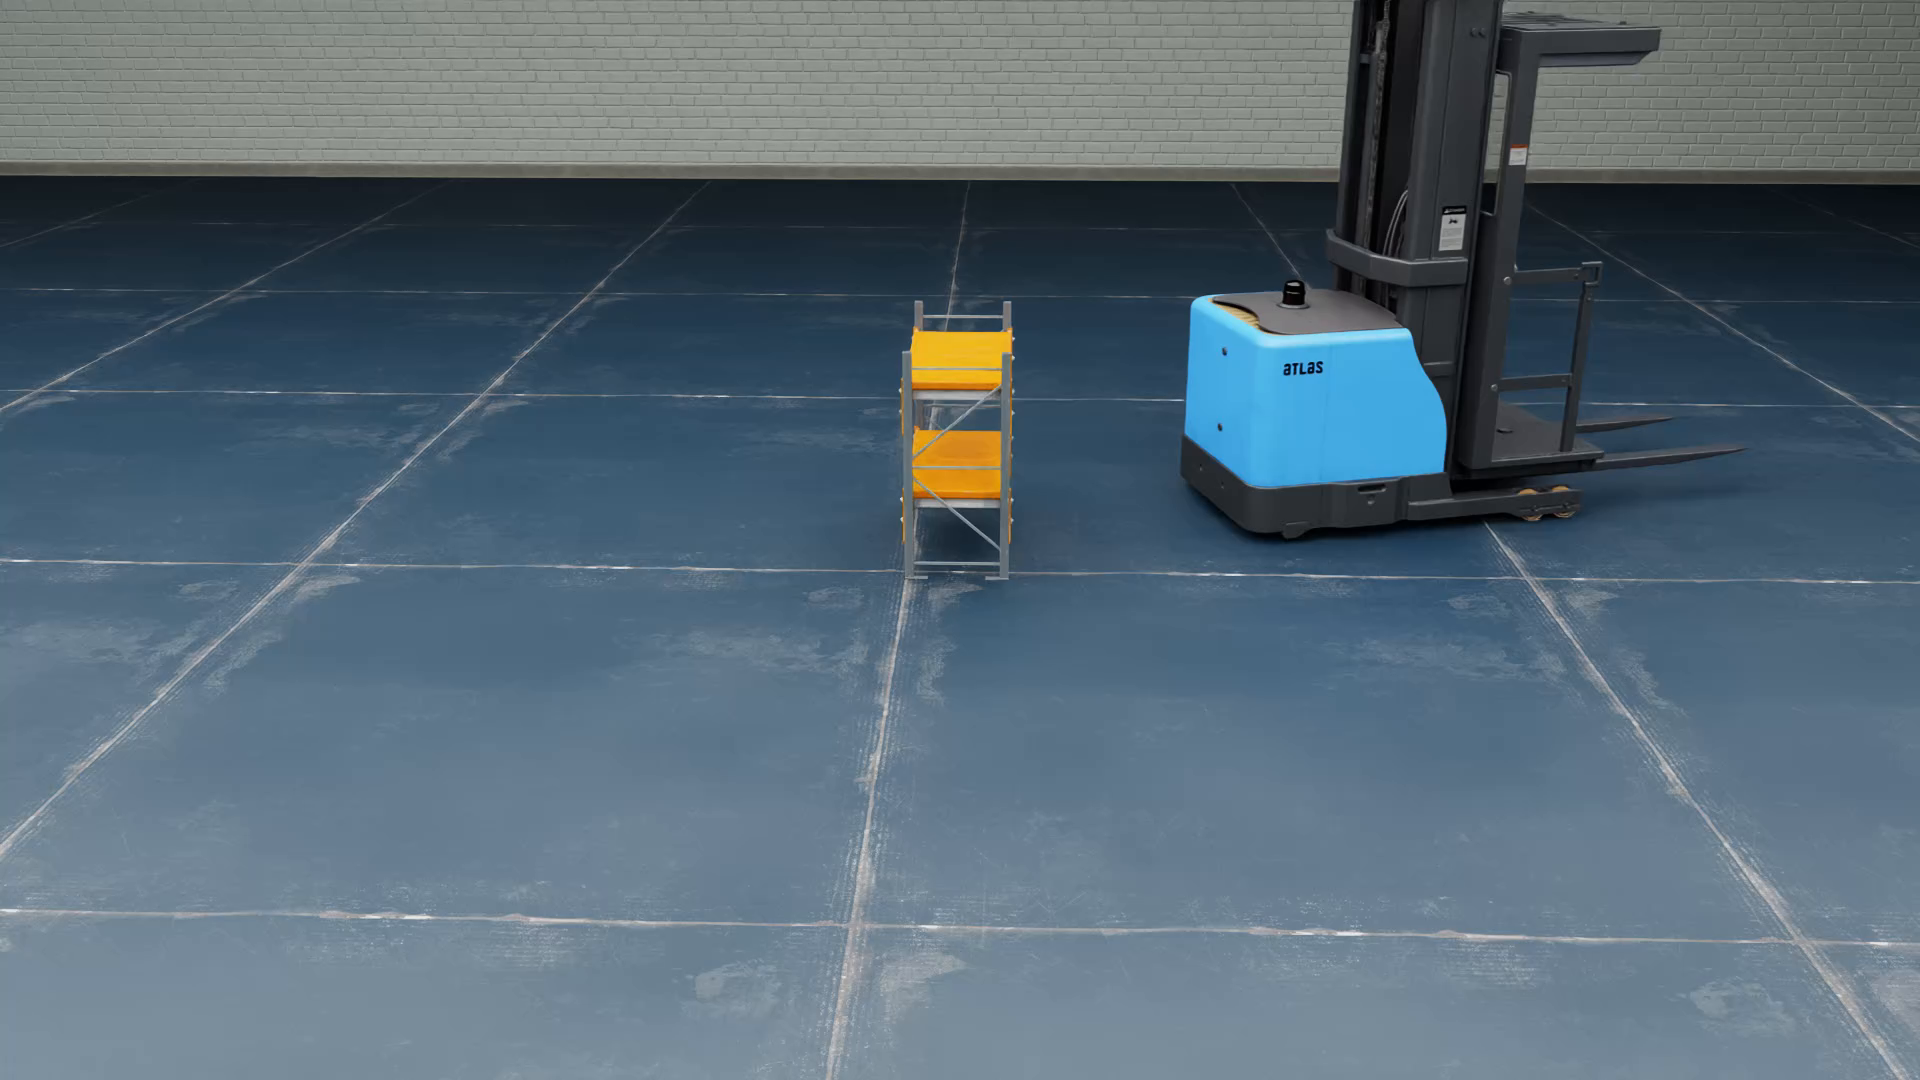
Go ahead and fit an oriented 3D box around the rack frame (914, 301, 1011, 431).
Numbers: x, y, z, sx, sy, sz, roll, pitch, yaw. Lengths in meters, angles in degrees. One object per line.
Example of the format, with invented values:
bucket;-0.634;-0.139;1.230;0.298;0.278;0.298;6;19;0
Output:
rack frame;0.015;-0.706;8.793;0.500;1.125;0.032;1;21;2

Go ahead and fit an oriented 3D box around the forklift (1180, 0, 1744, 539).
forklift;2.801;-1.645;8.717;3.031;2.935;1.130;-5;22;-13

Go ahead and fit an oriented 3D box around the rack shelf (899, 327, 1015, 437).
rack shelf;0.000;-0.795;8.213;0.538;0.278;1.000;1;21;2

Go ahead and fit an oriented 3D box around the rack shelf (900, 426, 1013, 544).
rack shelf;0.000;-0.294;8.408;0.538;0.278;1.000;1;21;2

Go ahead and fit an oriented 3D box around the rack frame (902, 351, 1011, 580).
rack frame;-0.016;-0.338;7.845;0.500;1.125;0.032;1;21;2

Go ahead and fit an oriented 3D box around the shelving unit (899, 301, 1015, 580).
shelving unit;0.000;-0.522;8.319;0.538;1.125;1.048;1;21;2
